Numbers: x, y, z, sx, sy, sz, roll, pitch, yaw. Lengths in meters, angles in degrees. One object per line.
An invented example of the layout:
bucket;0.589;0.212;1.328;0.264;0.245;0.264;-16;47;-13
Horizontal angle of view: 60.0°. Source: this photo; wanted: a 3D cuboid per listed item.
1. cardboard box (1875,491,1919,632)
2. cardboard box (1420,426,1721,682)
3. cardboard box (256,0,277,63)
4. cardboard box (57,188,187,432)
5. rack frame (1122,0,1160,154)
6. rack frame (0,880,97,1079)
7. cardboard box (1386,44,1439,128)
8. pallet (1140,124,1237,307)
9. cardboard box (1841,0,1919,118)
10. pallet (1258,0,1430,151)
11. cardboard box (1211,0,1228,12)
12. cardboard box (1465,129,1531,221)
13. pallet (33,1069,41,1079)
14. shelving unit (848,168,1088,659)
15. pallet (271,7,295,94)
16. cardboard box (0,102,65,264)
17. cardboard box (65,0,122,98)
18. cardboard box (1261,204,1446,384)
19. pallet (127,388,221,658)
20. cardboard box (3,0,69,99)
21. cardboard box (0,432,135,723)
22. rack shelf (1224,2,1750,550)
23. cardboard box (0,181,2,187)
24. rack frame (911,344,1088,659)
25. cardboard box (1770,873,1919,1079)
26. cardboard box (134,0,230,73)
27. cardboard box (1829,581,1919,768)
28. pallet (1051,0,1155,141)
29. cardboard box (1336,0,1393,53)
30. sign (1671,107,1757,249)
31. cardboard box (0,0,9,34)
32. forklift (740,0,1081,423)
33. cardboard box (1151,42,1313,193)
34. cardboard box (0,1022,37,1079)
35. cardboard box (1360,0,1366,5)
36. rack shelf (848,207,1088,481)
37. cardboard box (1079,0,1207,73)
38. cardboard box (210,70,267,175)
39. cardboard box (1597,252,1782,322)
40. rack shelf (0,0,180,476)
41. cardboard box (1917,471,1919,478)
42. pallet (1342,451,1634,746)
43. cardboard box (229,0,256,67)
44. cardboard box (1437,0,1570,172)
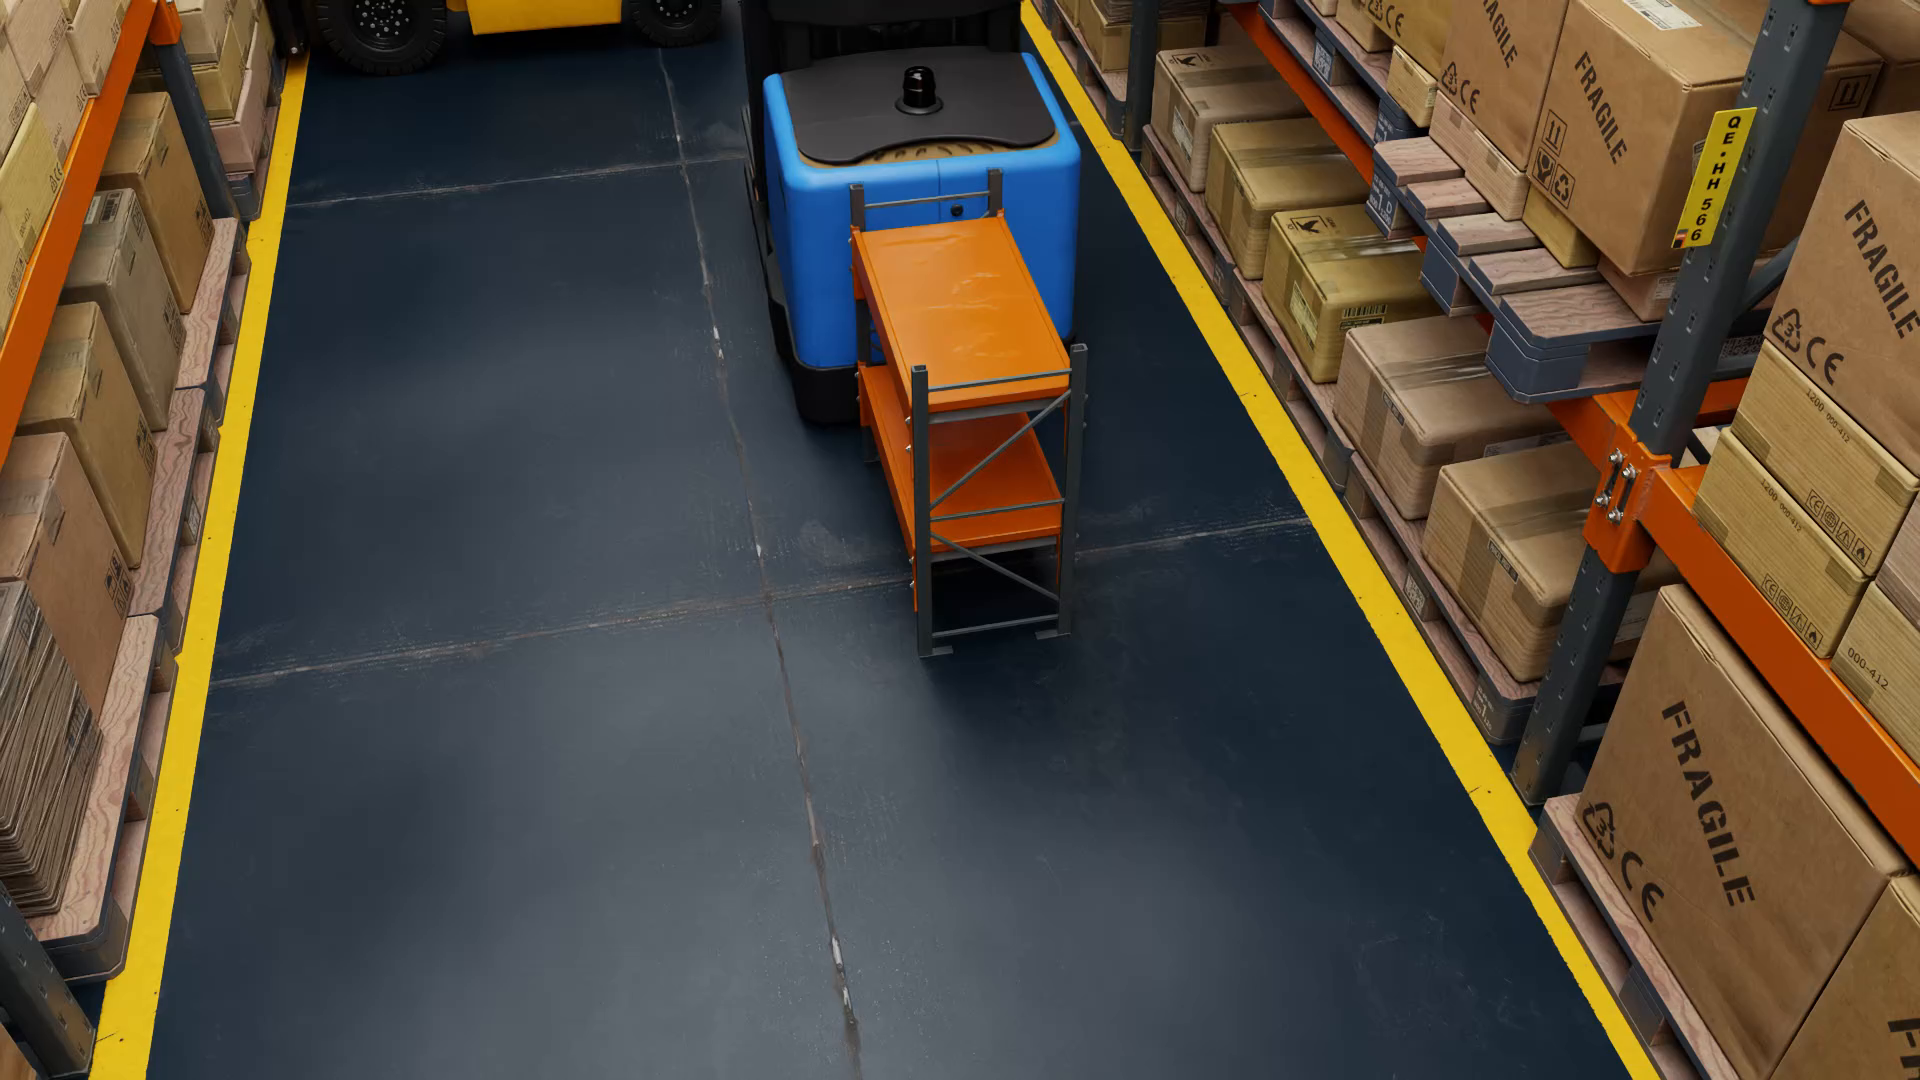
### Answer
cardboard box;2.113;0.121;3.090;0.500;0.250;0.500;-7;42;-8
cardboard box;2.022;0.011;5.141;0.950;0.372;0.625;-11;43;-12
cardboard box;-3.607;-2.474;8.032;0.500;0.250;0.500;-8;42;-9
cardboard box;-3.291;-0.754;5.813;0.875;0.625;0.625;-9;42;-10
rack frame;1.271;-3.040;6.915;1.000;3.000;0.127;-8;42;-9
rack frame;-2.712;0.267;3.190;1.000;3.000;0.127;-8;42;-9
cardboard box;1.488;-1.350;4.884;0.380;0.149;0.250;-8;42;-9
pallet;1.440;-1.493;7.272;1.003;0.211;1.213;-8;42;-9
cardboard box;2.263;-1.078;4.089;0.500;0.500;0.500;-9;42;-10
pallet;1.667;-1.653;5.497;1.003;0.211;1.213;-8;42;-9
cardboard box;1.407;-2.870;7.914;0.500;0.500;0.500;-6;42;-7
cardboard box;1.607;-1.009;4.500;0.380;0.149;0.250;-9;42;-10
pallet;-2.587;1.799;3.565;1.003;0.211;1.213;-8;42;-9
shelving unit;0.001;-0.416;5.372;0.538;1.125;1.048;-8;42;-9
pallet;-3.973;-2.597;8.517;1.003;0.211;1.213;-8;42;-9
cardboard box;-2.901;-0.996;4.725;0.500;0.250;0.500;-7;42;-8
cardboard box;-3.097;-1.656;5.469;0.500;0.250;0.500;-9;42;-10
cardboard box;1.697;-0.959;6.233;0.950;0.372;0.625;-7;42;-8
pallet;-3.111;-0.019;5.612;1.003;0.211;1.213;-8;42;-9
cardboard box;-2.997;-1.511;4.929;0.500;0.250;0.500;-8;42;-8
cardboard box;-2.982;0.169;4.773;0.875;0.625;0.625;-7;42;-8
rack shelf;1.703;-1.474;5.693;1.077;0.370;4.000;-8;42;-9
cardboard box;-2.771;-0.853;4.188;0.500;0.250;0.500;-9;42;-10
rack frame;0.111;-0.087;5.000;0.500;1.125;0.032;-8;42;-9
cardboard box;2.391;1.229;3.390;0.875;0.875;0.875;-8;42;-9
cardboard box;-3.373;-2.187;6.956;0.500;0.250;0.500;-9;42;-10
cardboard box;2.122;0.293;3.274;0.500;0.250;0.500;-9;42;-11
pallet;1.091;-2.427;8.325;1.003;0.211;1.213;-8;42;-9
cardboard box;1.422;-1.682;5.258;0.380;0.149;0.250;-10;42;-11
sign;1.606;-0.767;3.541;0.100;0.325;0.005;-8;42;-9
cardboard box;-2.847;-1.432;4.539;0.380;0.149;0.250;-9;42;-10
forklift;-0.351;-2.514;6.374;1.130;2.935;3.031;-7;42;-8
cardboard box;1.387;-1.875;7.265;0.950;0.372;0.625;-8;42;-9
cardboard box;-2.410;1.288;3.606;0.500;0.500;0.500;-7;42;-8
cardboard box;1.416;-2.022;5.153;0.500;0.500;0.500;-10;43;-11
rack shelf;0.001;-0.635;5.177;0.538;0.278;1.000;-8;42;-9
cardboard box;0.881;-2.513;8.077;0.500;0.250;0.500;-7;42;-7
cardboard box;-3.356;-1.816;7.291;0.500;0.250;0.500;-8;42;-9
cardboard box;1.834;-0.689;4.139;0.380;0.149;0.250;-7;42;-8
rack shelf;-3.143;-0.761;4.889;1.077;0.370;4.000;-8;42;-9
cardboard box;2.118;-0.183;2.869;0.500;0.500;0.500;-8;42;-9
pallet;1.967;0.089;5.491;1.003;0.211;1.213;-8;42;-9
cardboard box;-3.489;-2.326;7.489;0.500;0.250;0.500;-9;42;-10
cardboard box;1.642;-1.341;4.386;0.500;0.500;0.500;-9;42;-10
